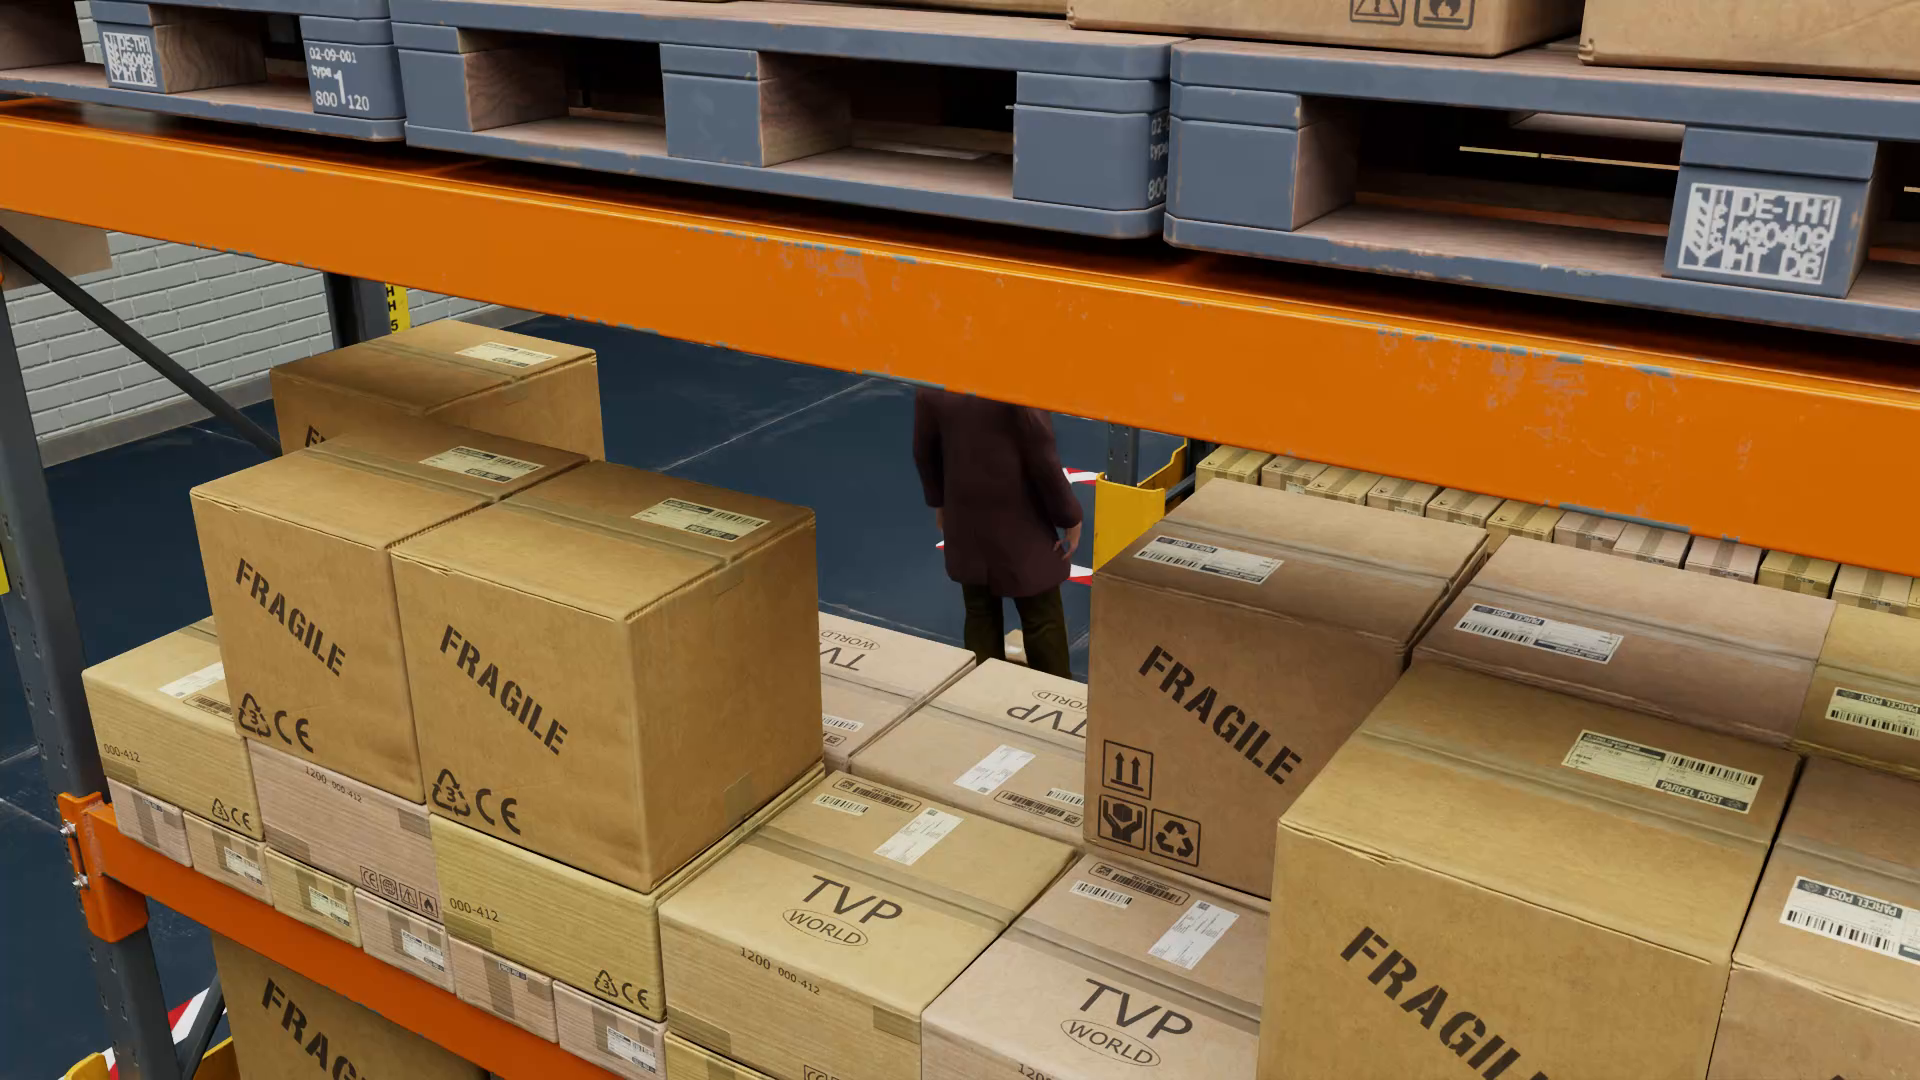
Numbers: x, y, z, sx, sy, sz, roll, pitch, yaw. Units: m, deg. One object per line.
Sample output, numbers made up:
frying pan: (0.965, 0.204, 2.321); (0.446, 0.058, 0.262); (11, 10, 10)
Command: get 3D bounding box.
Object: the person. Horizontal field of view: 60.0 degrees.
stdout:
person: (0.190, -0.096, 6.320); (0.678, 1.776, 0.581); (14, 26, 29)
